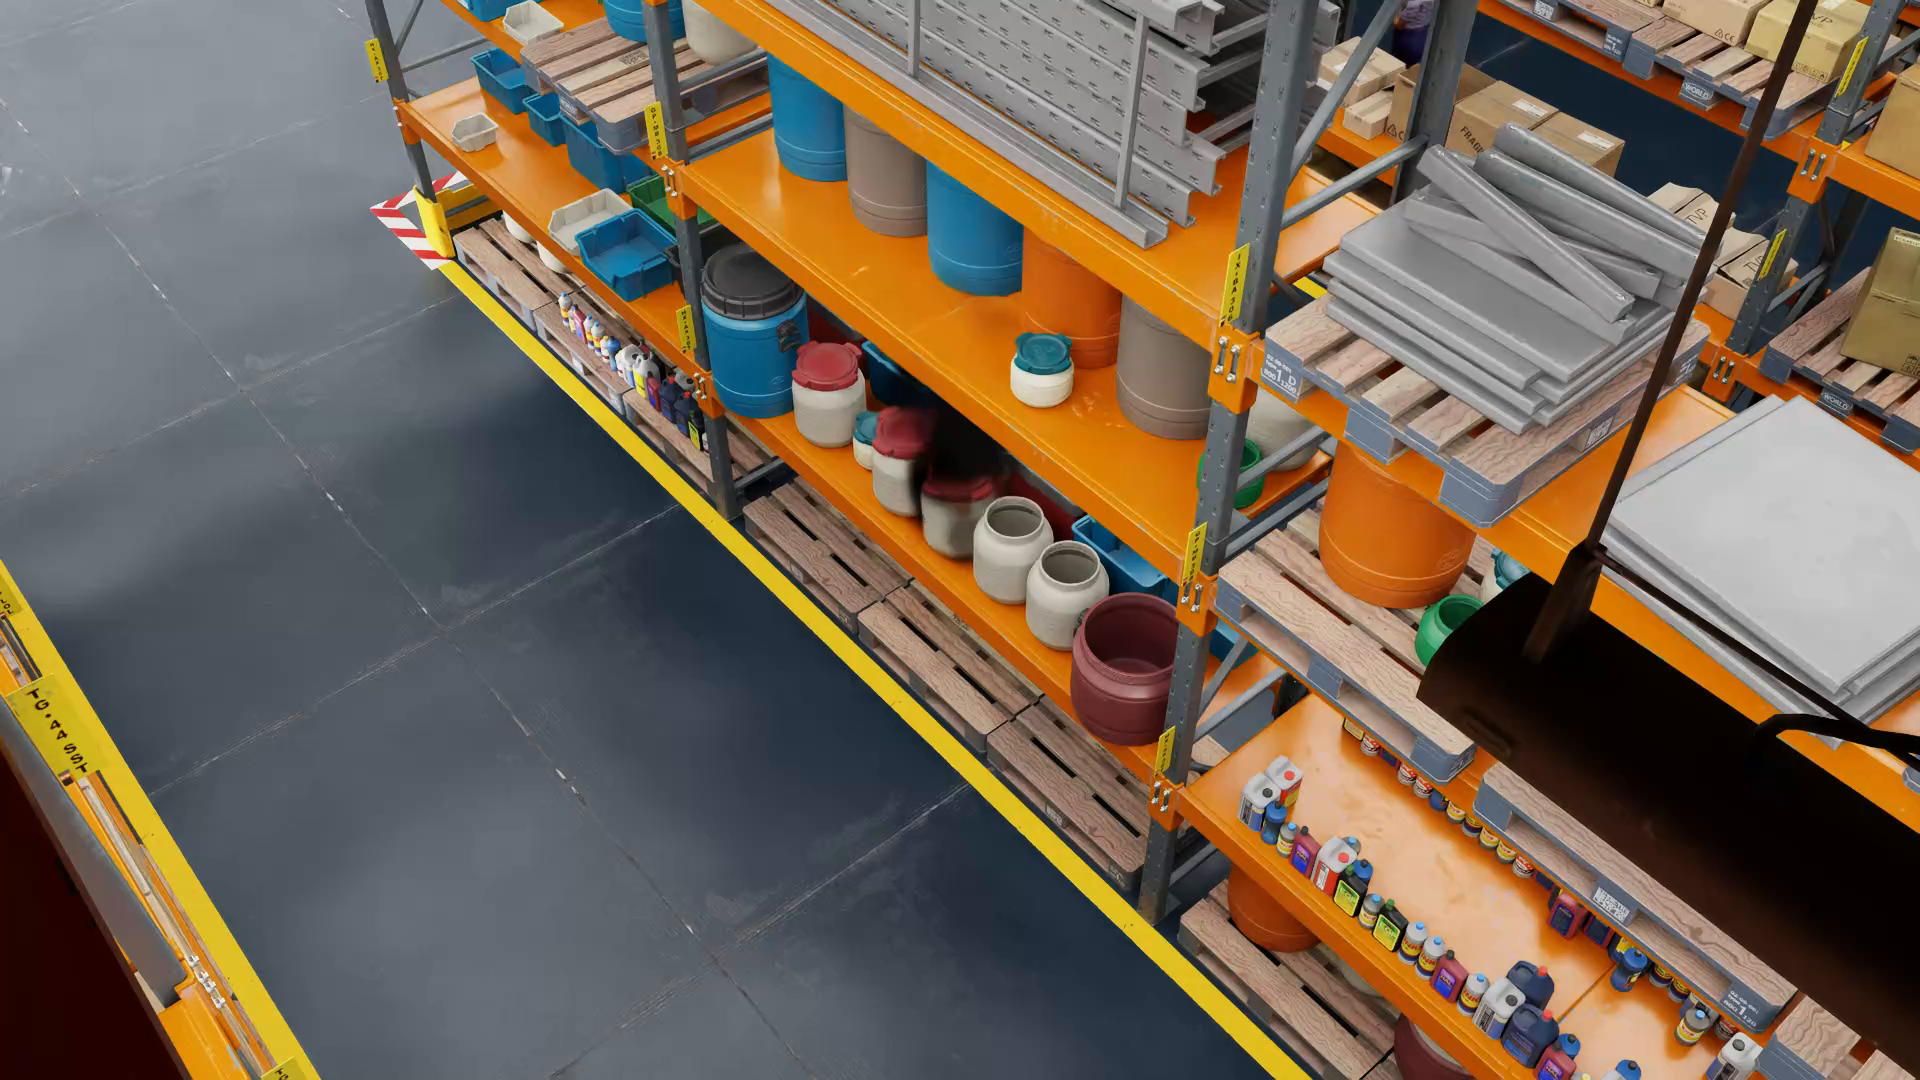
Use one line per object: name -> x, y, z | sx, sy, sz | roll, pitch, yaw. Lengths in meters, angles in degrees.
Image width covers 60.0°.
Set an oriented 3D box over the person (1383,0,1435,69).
person -> 3.750, -4.097, 13.732 | 0.614, 1.624, 0.908 | -35, 56, -29
